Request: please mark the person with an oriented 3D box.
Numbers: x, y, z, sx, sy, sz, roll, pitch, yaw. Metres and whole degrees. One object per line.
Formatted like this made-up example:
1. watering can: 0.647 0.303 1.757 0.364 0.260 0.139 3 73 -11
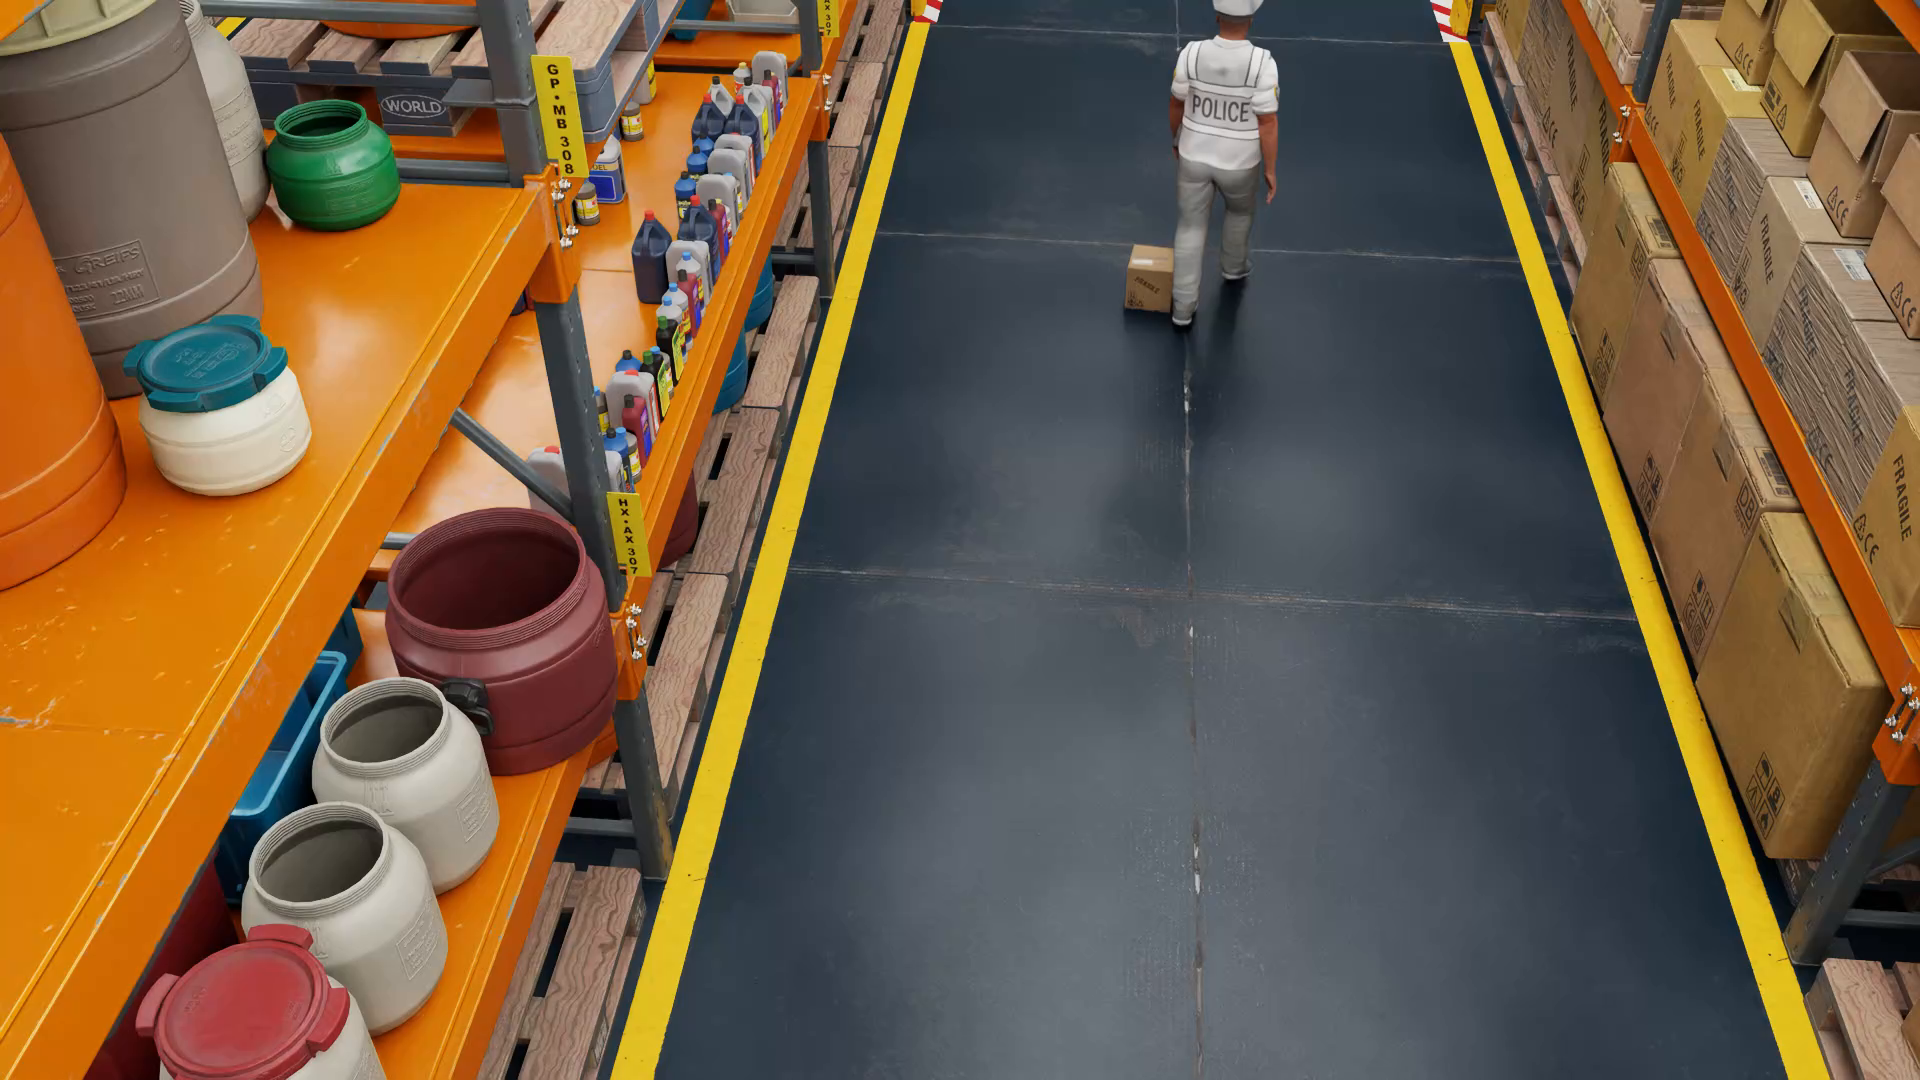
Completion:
1. person: 1.362 -2.004 8.555 0.607 1.781 0.857 11 41 13
